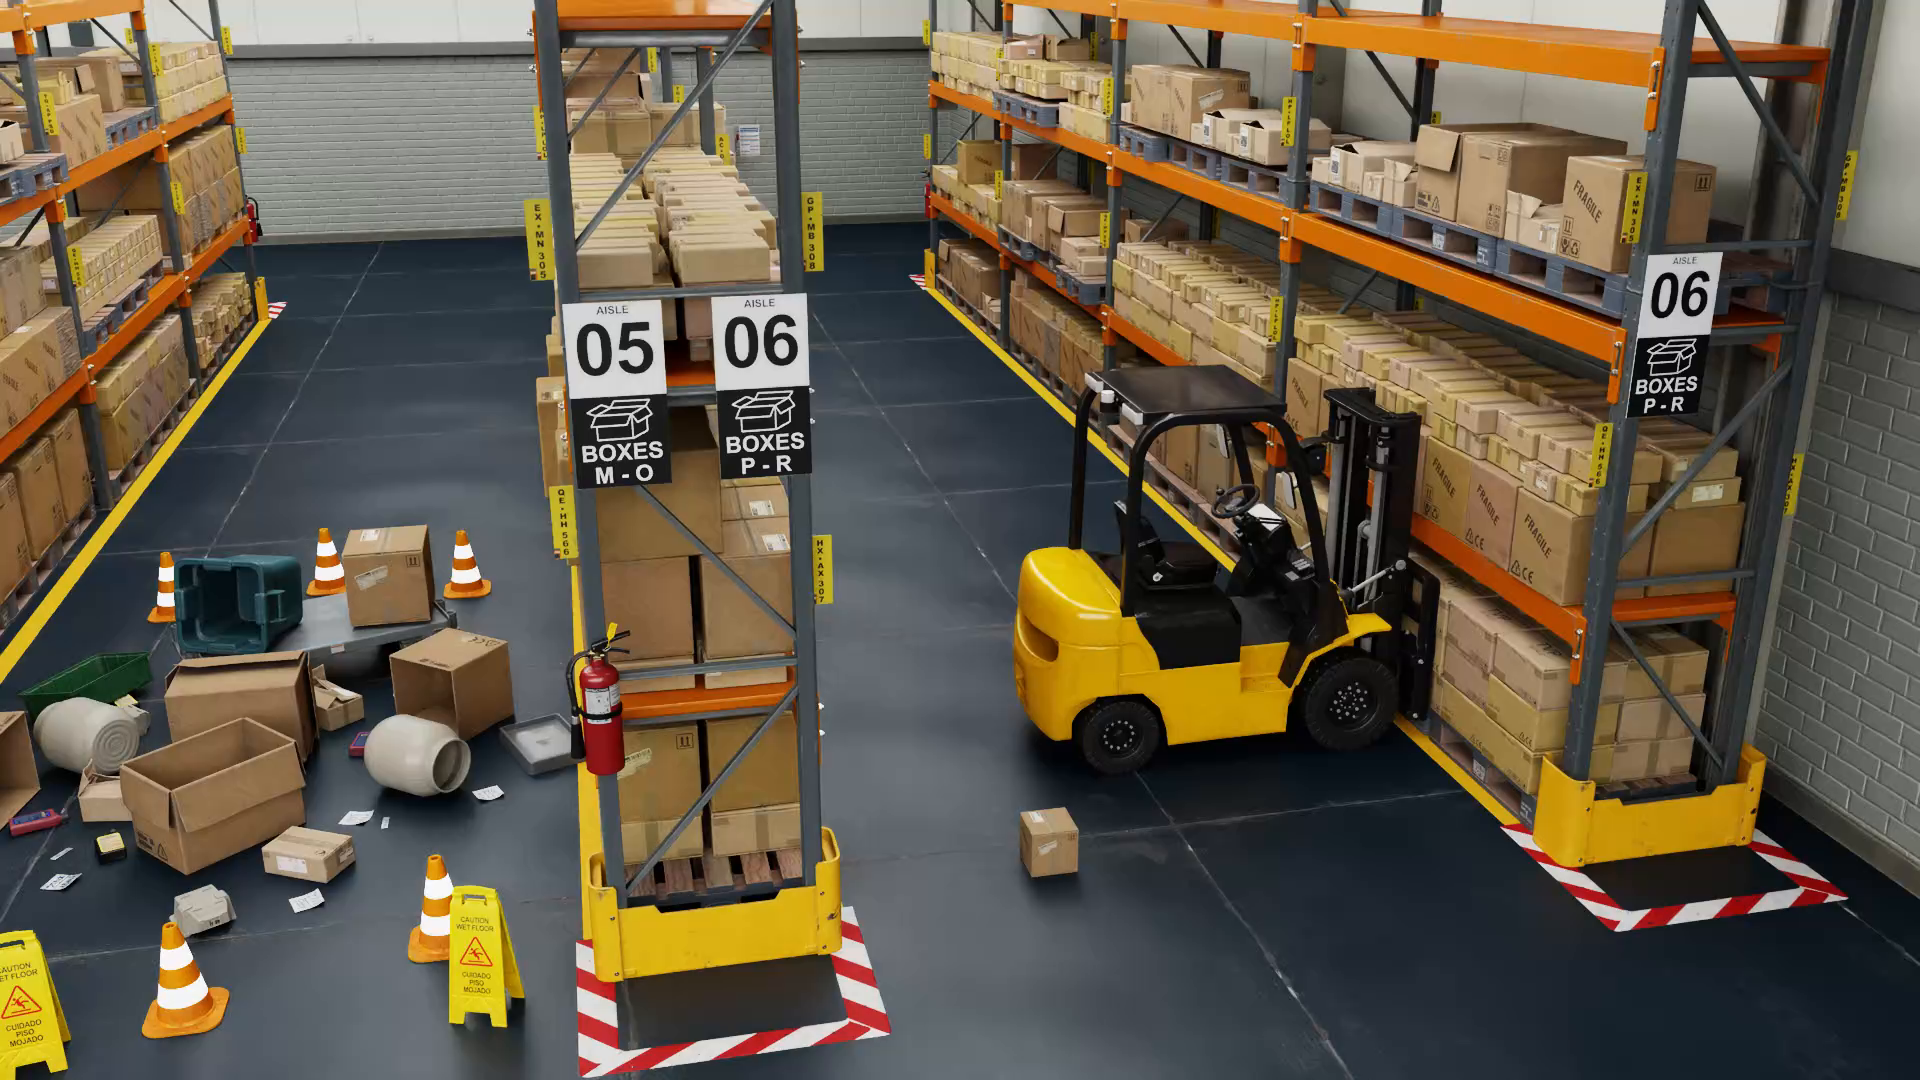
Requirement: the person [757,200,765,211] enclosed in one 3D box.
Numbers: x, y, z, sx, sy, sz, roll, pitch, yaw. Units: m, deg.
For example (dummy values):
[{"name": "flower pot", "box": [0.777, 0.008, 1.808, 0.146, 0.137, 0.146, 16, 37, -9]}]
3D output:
[{"name": "person", "box": [-2.465, -3.326, 20.279, 0.487, 1.642, 0.987, -4, 20, -11]}]
